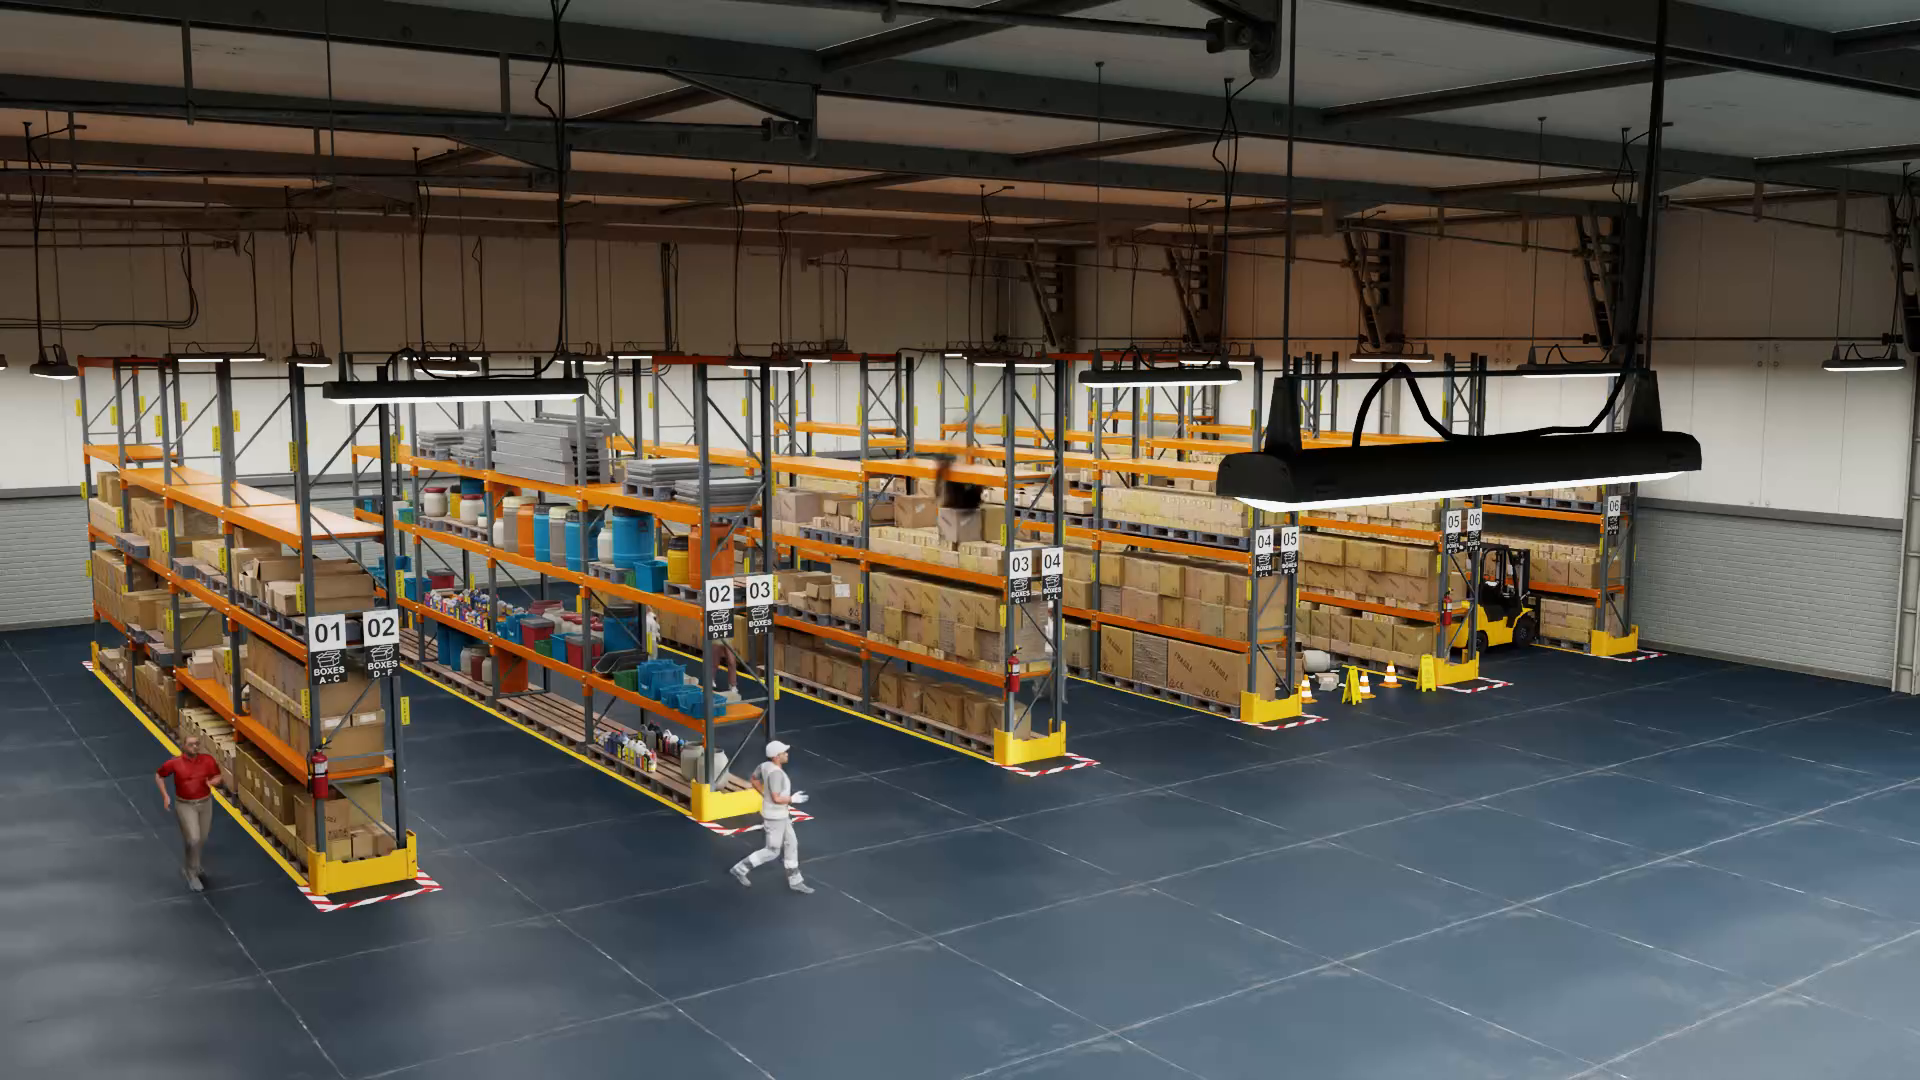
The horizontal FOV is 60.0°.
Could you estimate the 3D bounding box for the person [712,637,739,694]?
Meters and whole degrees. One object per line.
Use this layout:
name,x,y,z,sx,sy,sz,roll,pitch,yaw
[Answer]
person,-4.267,1.876,29.782,0.561,1.691,0.908,-5,9,-35

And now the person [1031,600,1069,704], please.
person,1.589,1.955,28.985,0.785,1.843,0.708,7,10,44

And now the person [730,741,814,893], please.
person,-2.144,3.171,18.907,0.965,1.812,0.661,-1,7,-11

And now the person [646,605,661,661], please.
person,-5.700,1.859,30.253,0.616,1.660,0.554,-7,10,-44

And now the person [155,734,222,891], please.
person,-8.907,3.152,19.337,0.789,1.799,0.634,6,9,40
